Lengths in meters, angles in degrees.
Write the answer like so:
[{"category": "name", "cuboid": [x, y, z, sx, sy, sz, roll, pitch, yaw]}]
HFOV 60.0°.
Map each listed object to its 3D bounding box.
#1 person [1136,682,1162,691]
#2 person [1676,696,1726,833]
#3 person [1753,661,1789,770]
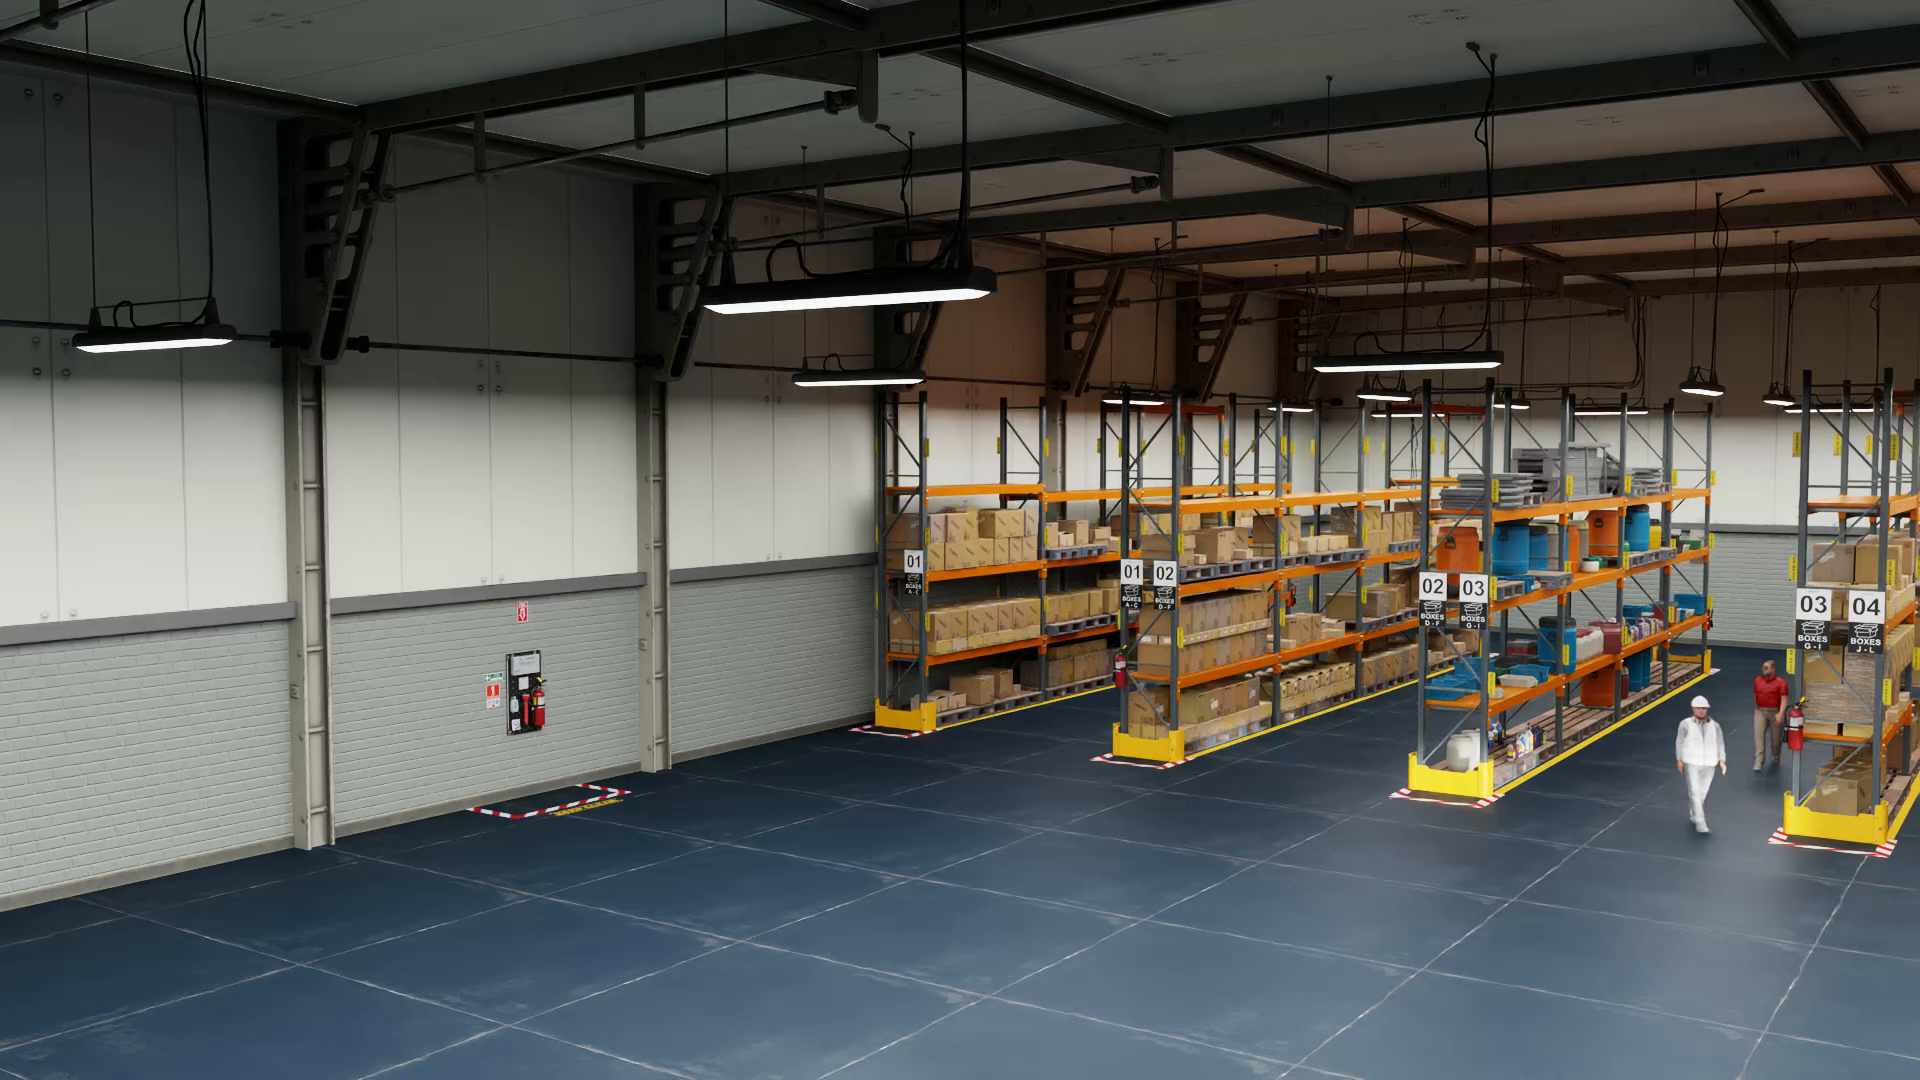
[{"category": "person", "cuboid": [3.676, 2.314, 32.357, 0.575, 1.720, 1.045, 2, 4, 26]}, {"category": "person", "cuboid": [9.699, 2.910, 21.707, 0.558, 1.724, 0.982, 0, 3, 5]}, {"category": "person", "cuboid": [12.622, 2.710, 25.903, 0.506, 1.662, 1.067, 2, 4, 32]}]
